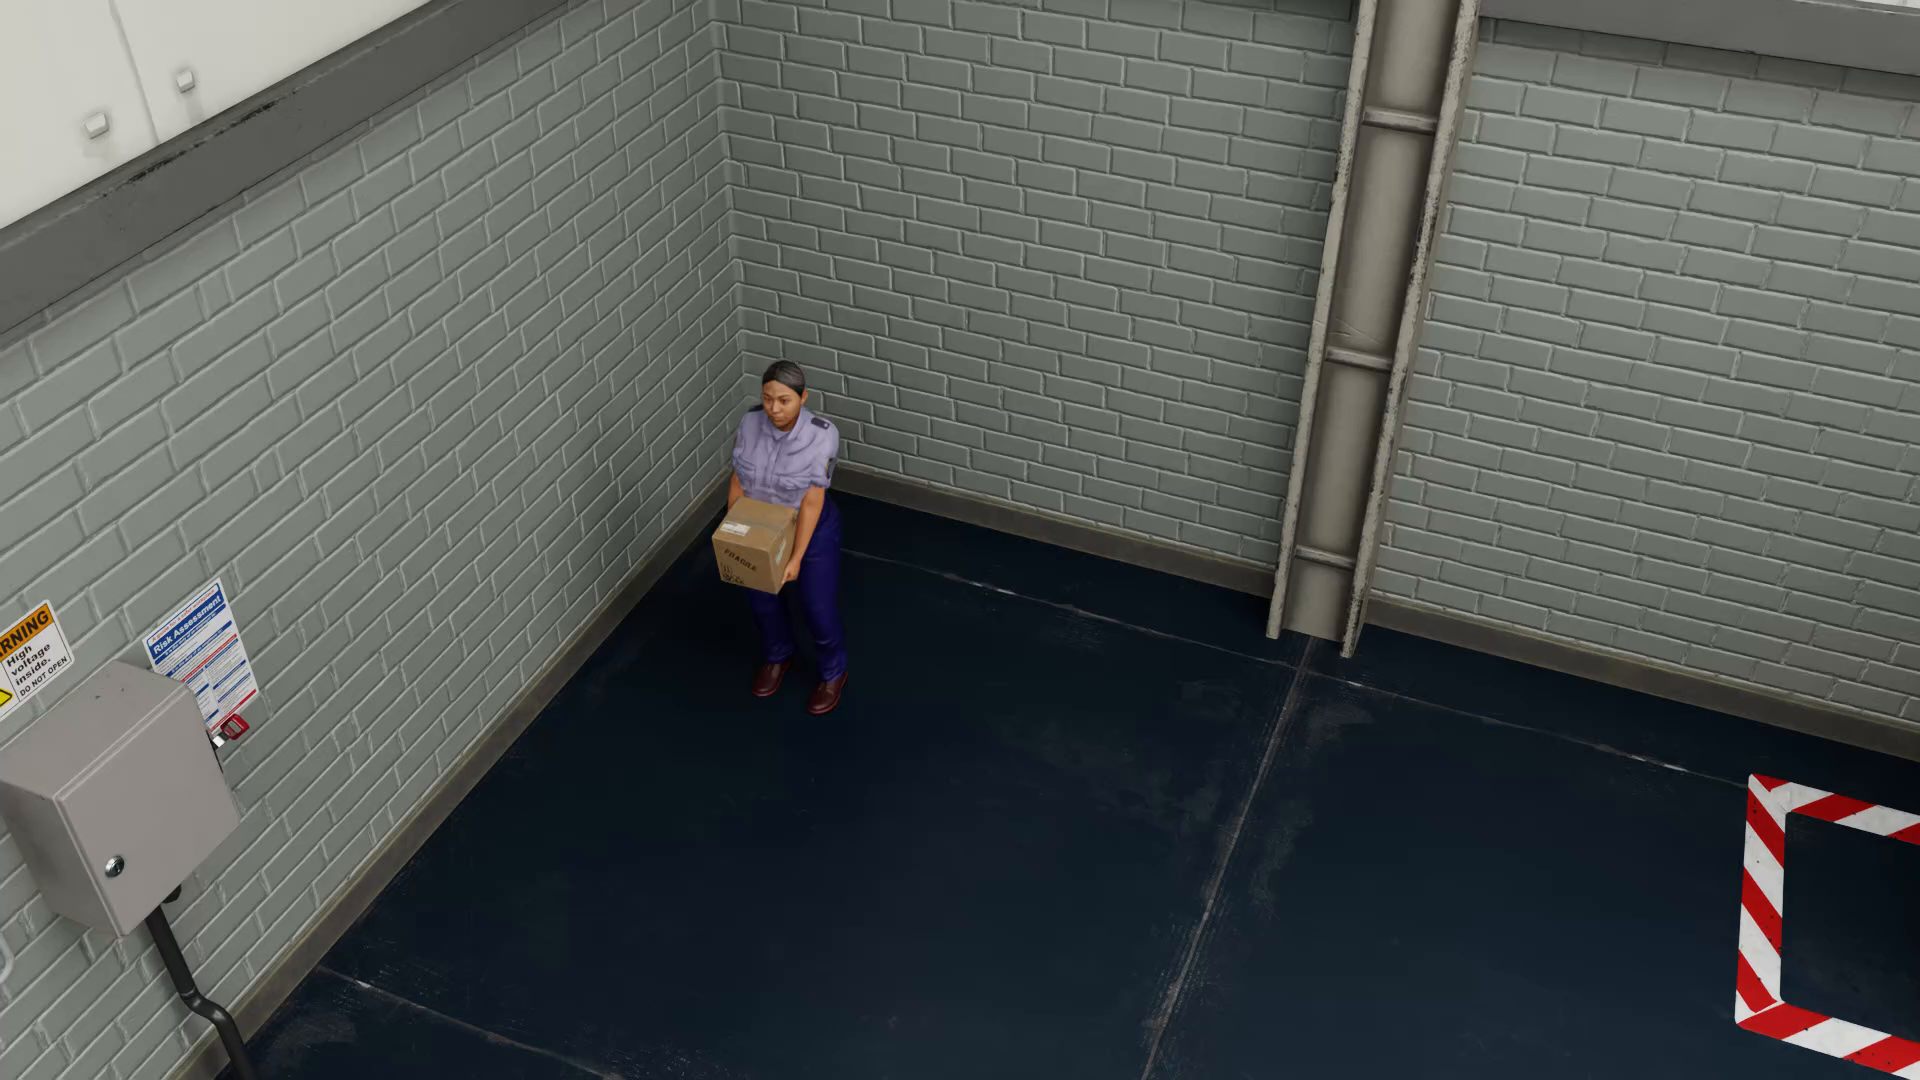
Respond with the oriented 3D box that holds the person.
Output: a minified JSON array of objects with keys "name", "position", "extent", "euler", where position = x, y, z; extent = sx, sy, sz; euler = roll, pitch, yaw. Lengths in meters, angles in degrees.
[{"name":"person","position":[-0.719,0.028,6.806],"extent":[0.435,1.643,0.525],"euler":[14,40,17]}]
